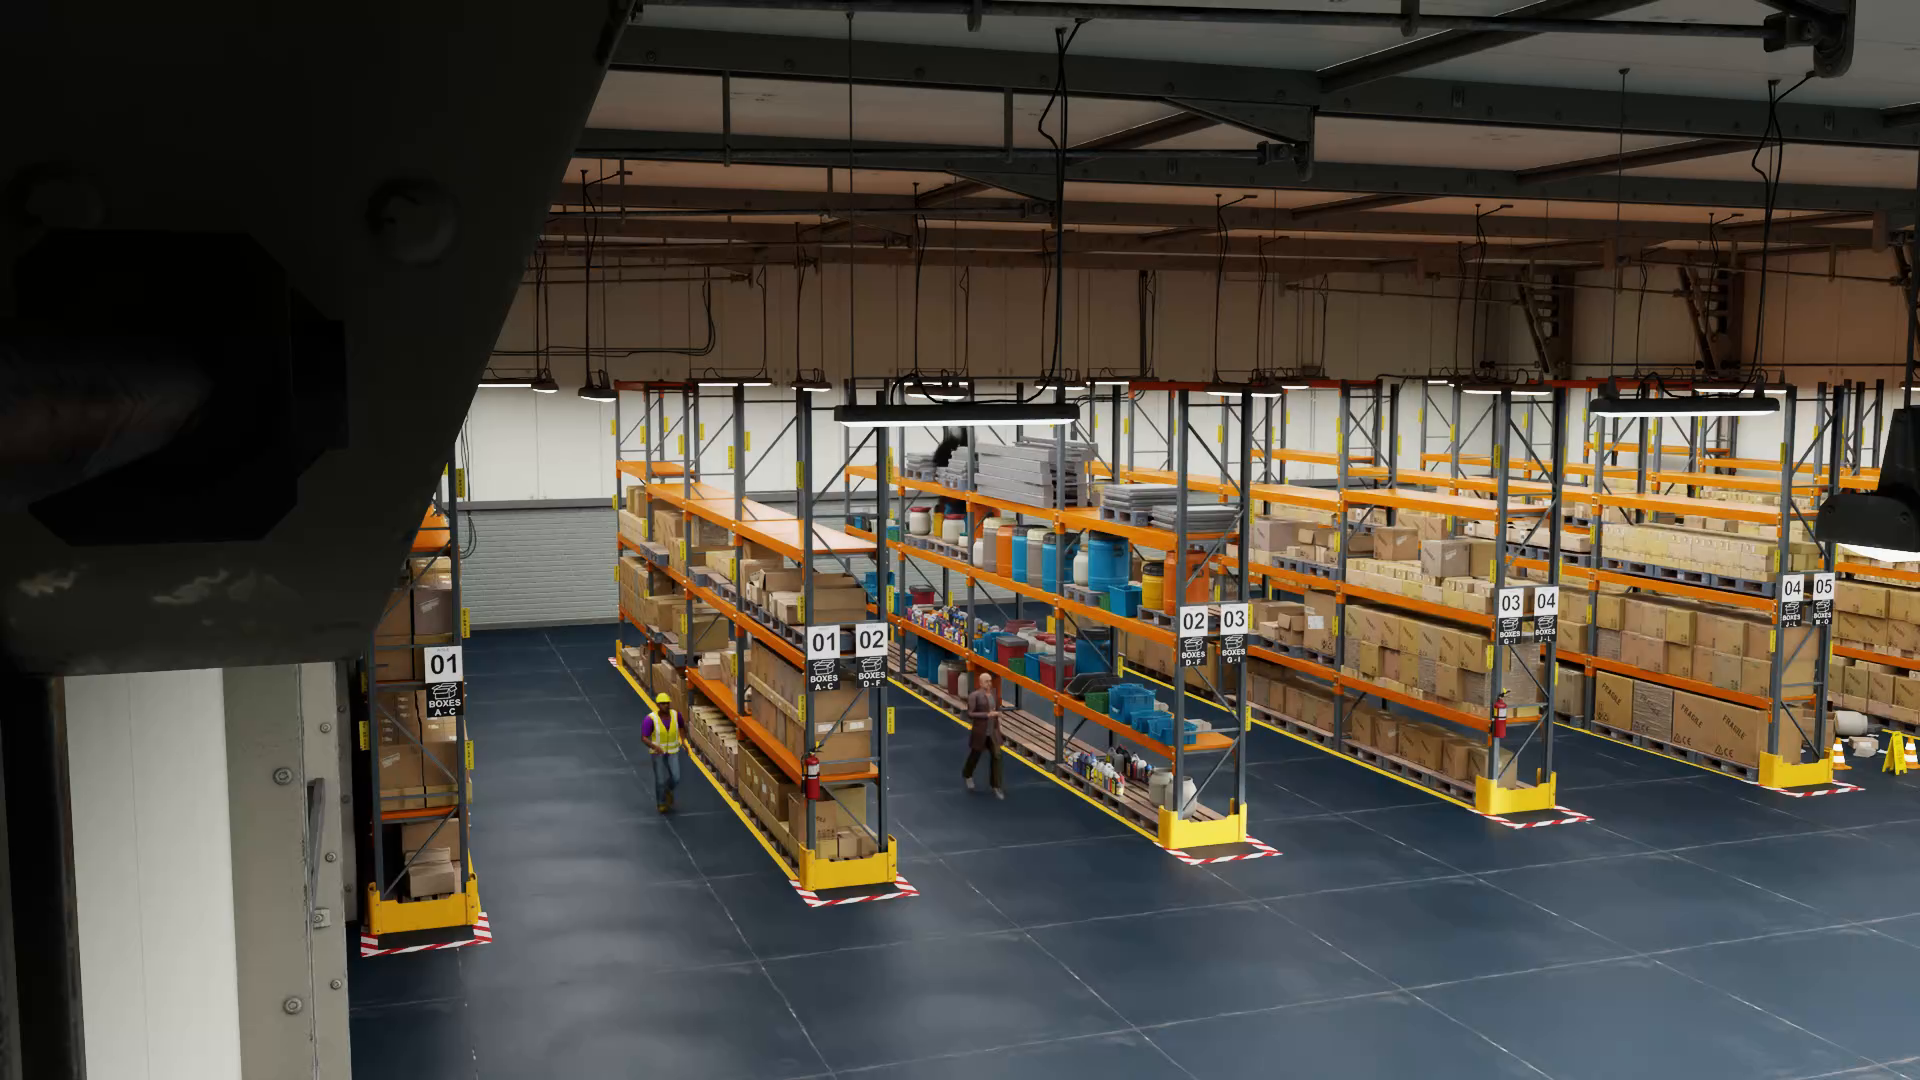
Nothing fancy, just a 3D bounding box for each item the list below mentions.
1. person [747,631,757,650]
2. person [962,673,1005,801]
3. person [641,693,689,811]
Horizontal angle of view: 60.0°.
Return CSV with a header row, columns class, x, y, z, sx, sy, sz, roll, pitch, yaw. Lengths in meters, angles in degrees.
class,x,y,z,sx,sy,sz,roll,pitch,yaw
person,-4.369,1.831,34.482,0.657,1.799,0.643,-4,7,-31
person,0.332,2.845,24.443,0.668,1.822,0.976,-4,7,-30
person,-4.136,2.999,23.423,0.688,1.714,0.639,-3,7,-26
